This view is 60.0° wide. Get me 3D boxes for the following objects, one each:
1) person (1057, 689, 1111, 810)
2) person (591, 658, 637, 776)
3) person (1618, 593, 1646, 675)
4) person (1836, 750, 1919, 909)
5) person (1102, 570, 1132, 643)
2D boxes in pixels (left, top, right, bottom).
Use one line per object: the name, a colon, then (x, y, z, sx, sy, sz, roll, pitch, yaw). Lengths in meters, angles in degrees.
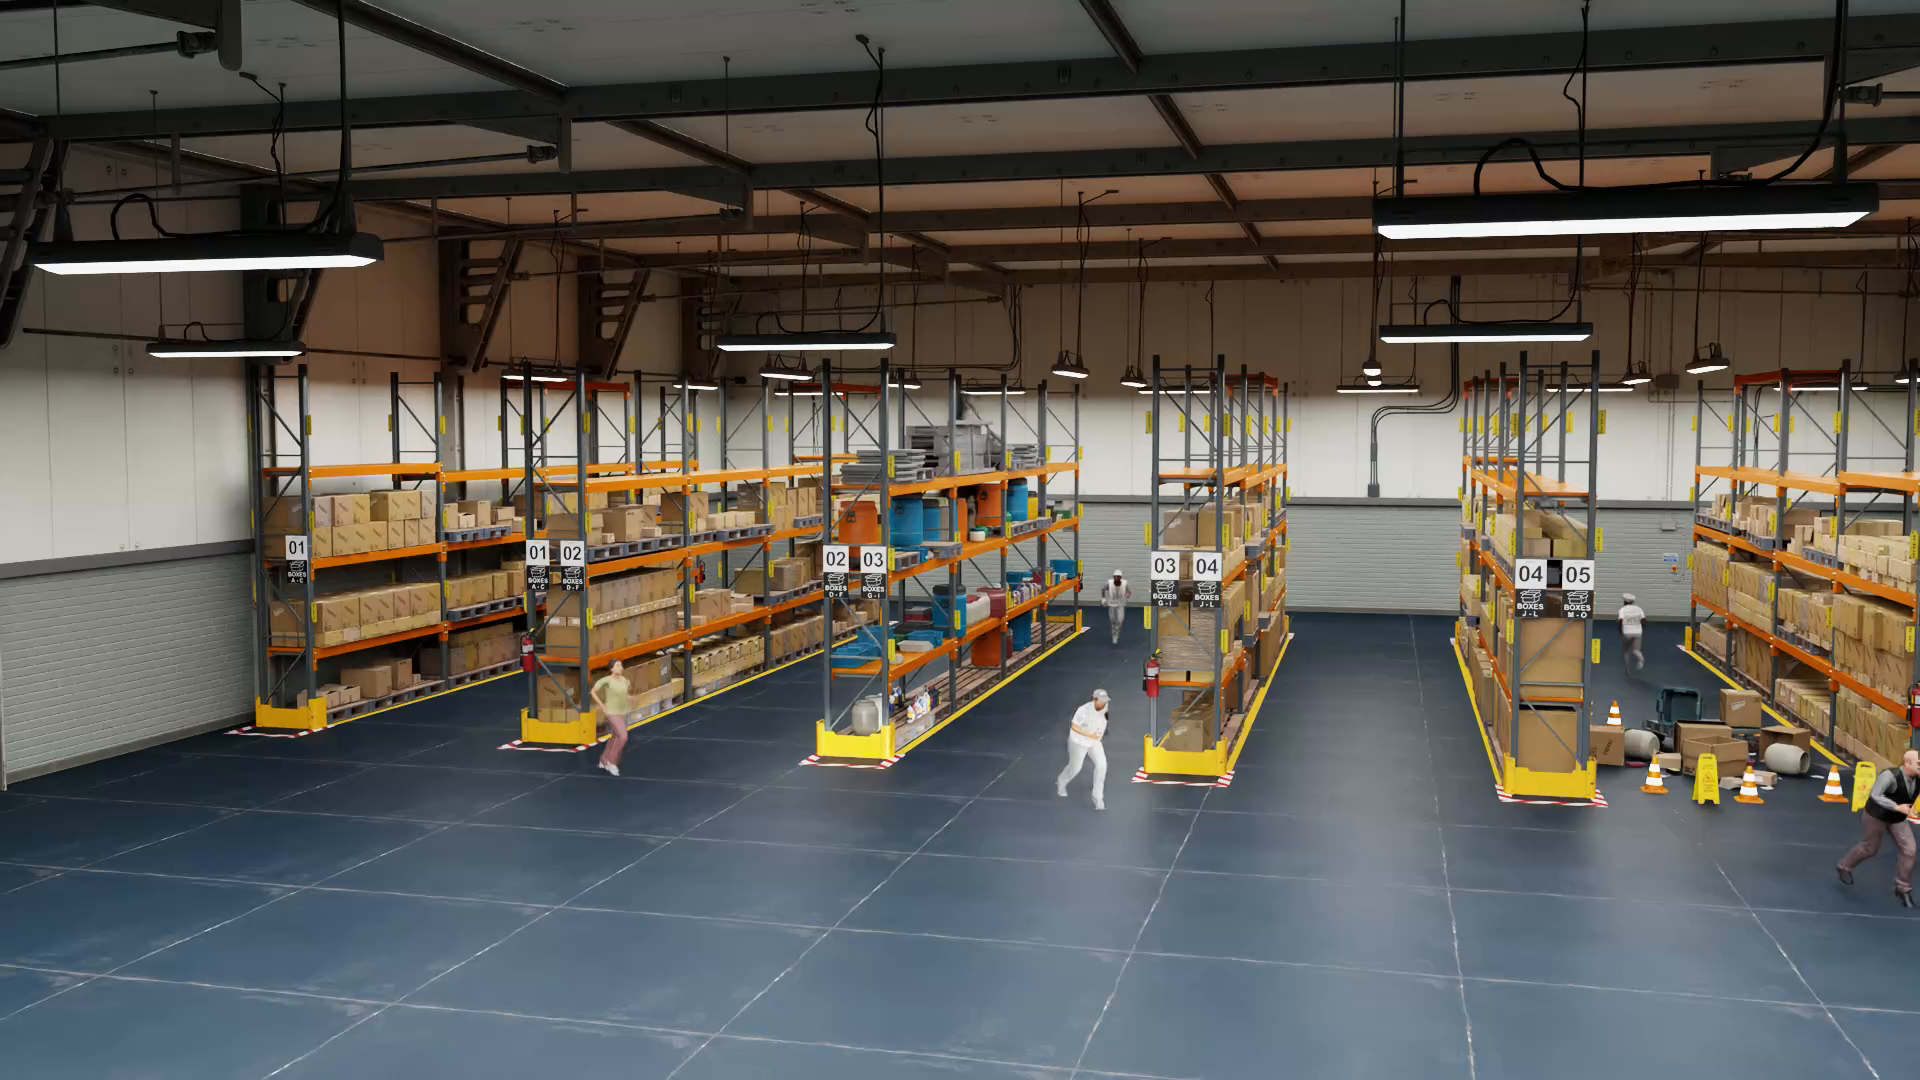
person: (1.645, 2.729, 21.975, 0.649, 1.627, 1.033, -3, 5, -36)
person: (-4.939, 2.531, 23.850, 0.677, 1.684, 0.555, 2, 5, 32)
person: (13.372, 1.922, 33.080, 0.574, 1.682, 0.937, 0, 4, 3)
person: (9.770, 2.994, 17.634, 0.701, 1.682, 0.994, -1, 4, -21)
person: (3.605, 1.528, 38.263, 0.674, 1.704, 0.756, 0, 4, -1)
